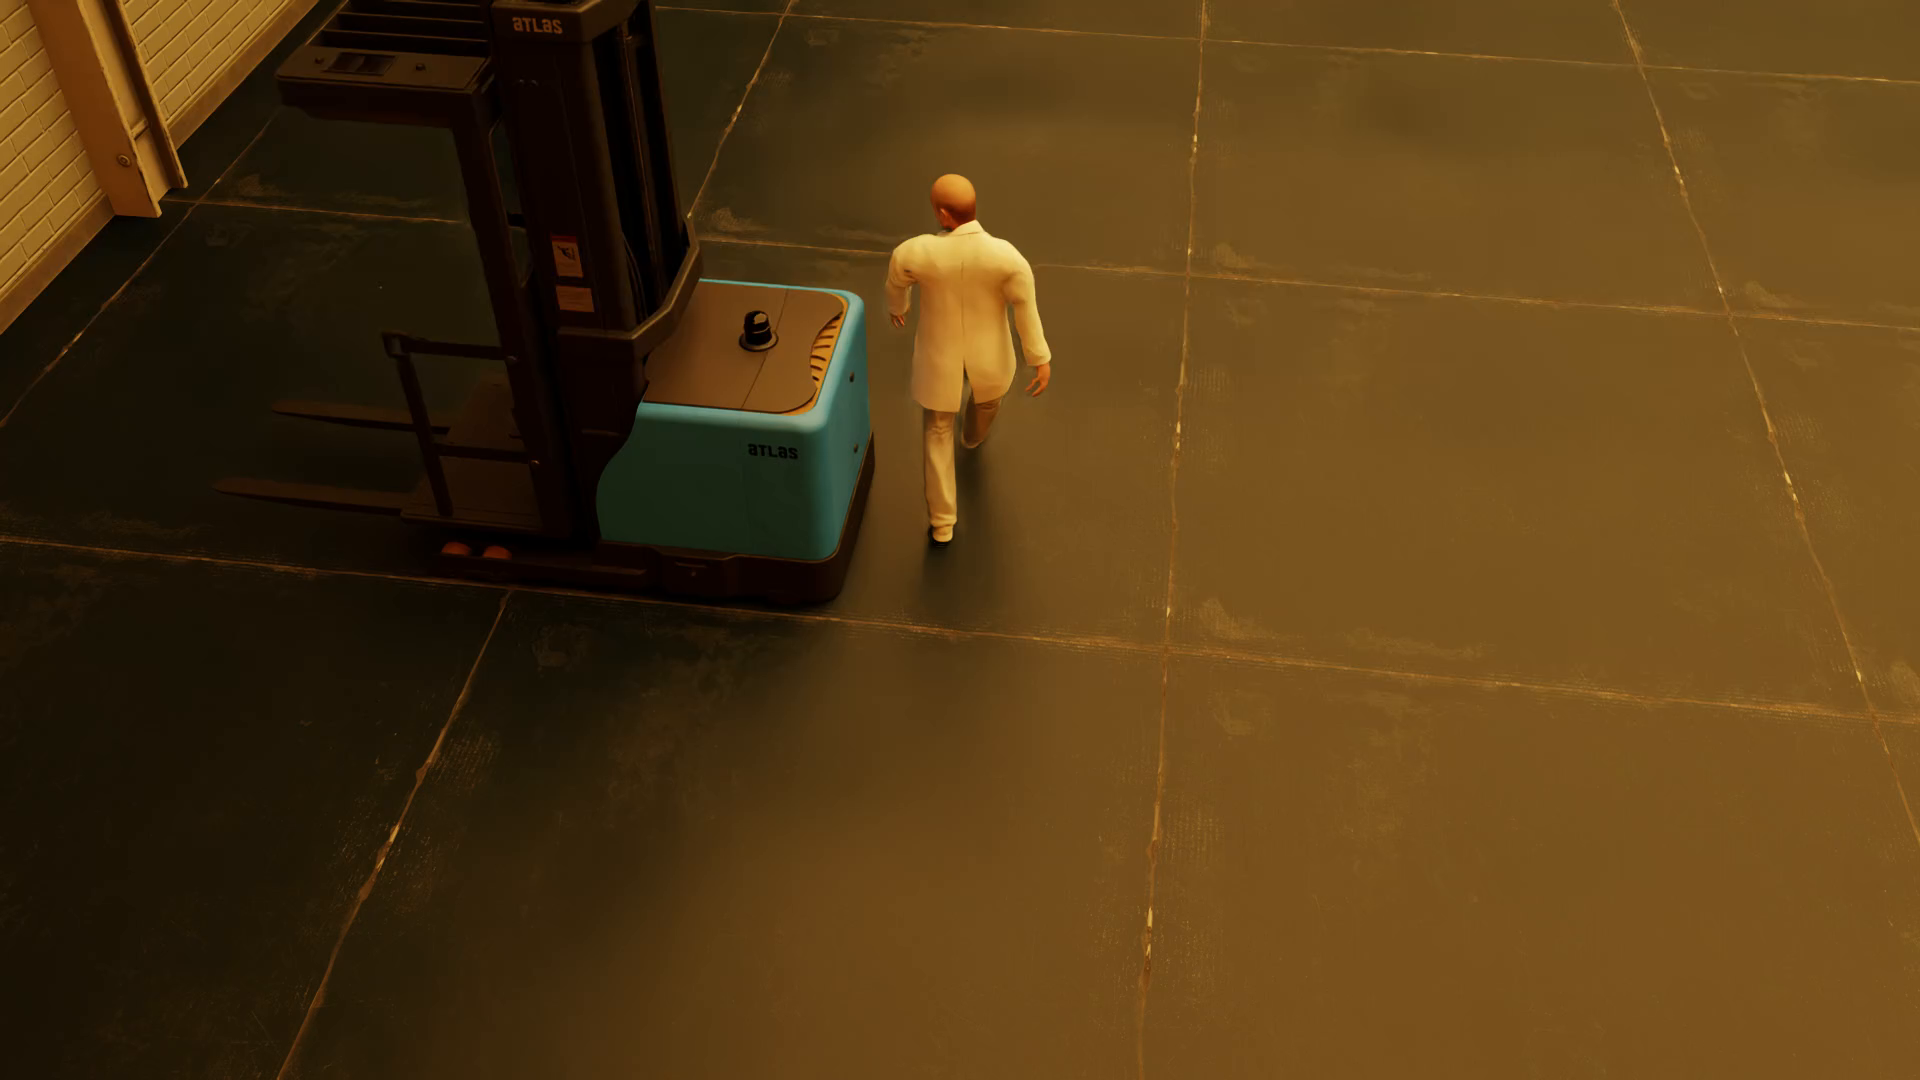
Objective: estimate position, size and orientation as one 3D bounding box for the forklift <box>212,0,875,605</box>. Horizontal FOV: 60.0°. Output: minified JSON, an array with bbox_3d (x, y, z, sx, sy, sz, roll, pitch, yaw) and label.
[{"bbox_3d":[-1.977,-1.237,7.071,3.031,2.935,1.130,6,43,6],"label":"forklift"}]

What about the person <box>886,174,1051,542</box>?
[{"bbox_3d":[0.034,-0.944,7.648,0.744,1.727,1.002,-1,43,-1],"label":"person"}]
